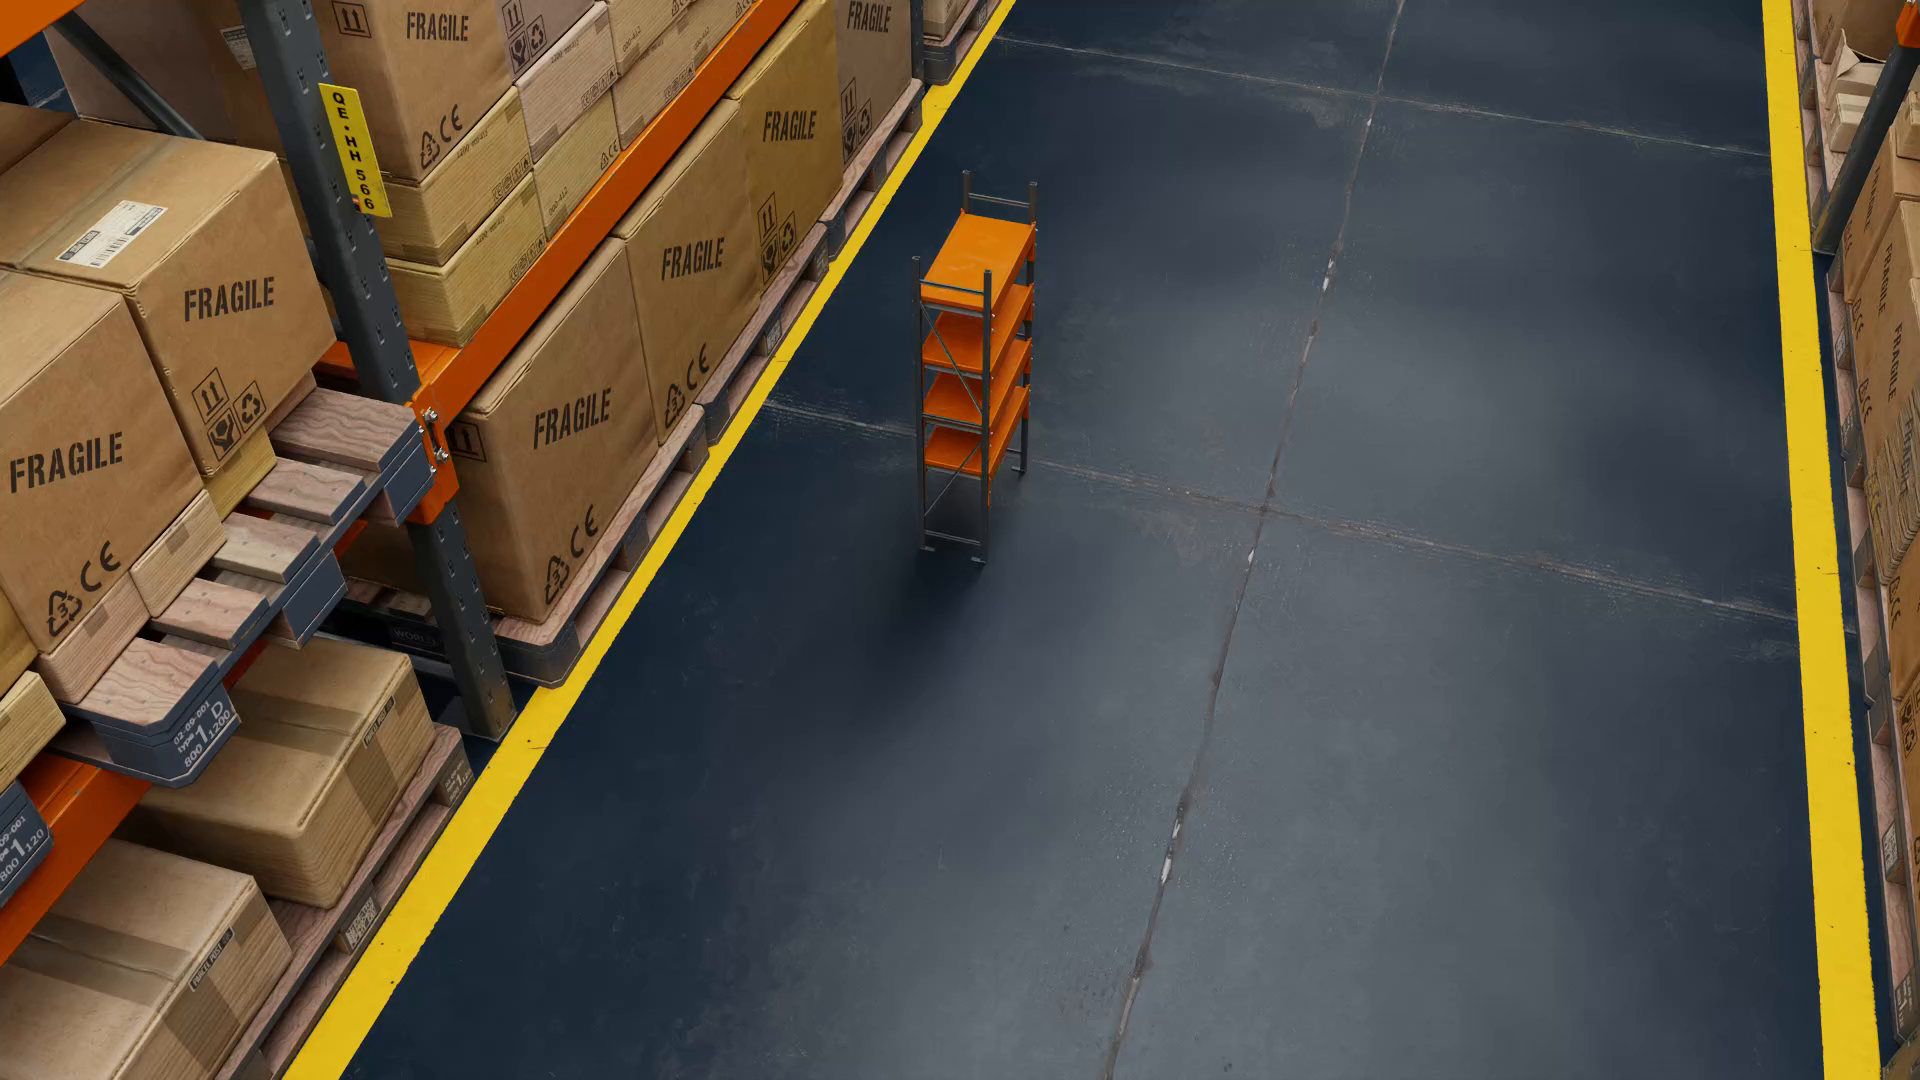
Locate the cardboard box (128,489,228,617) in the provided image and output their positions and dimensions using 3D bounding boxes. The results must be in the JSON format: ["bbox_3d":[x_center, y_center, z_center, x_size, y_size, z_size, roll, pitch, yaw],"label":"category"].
[{"bbox_3d":[-1.794,-0.011,3.496,0.380,0.149,0.250,12,46,12],"label":"cardboard box"}]

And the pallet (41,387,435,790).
[{"bbox_3d":[-1.988,-0.024,3.767,1.213,0.211,1.003,13,46,13],"label":"pallet"}]

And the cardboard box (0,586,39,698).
[{"bbox_3d":[-2.044,0.163,2.854,0.500,0.500,0.500,10,45,10],"label":"cardboard box"}]

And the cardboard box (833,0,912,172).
[{"bbox_3d":[-0.774,-2.217,7.090,0.875,0.875,0.875,14,46,14],"label":"cardboard box"}]

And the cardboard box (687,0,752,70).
[{"bbox_3d":[-1.036,-1.834,5.587,0.500,0.250,0.500,13,46,13],"label":"cardboard box"}]

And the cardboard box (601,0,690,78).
[{"bbox_3d":[-1.164,-1.675,5.067,0.500,0.250,0.500,12,46,12],"label":"cardboard box"}]

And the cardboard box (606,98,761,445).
[{"bbox_3d":[-1.311,-1.017,5.864,0.875,0.875,0.875,13,46,13],"label":"cardboard box"}]

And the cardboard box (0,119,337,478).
[{"bbox_3d":[-1.746,-0.521,3.553,0.500,0.500,0.500,11,46,11],"label":"cardboard box"}]

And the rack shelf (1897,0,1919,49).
[{"bbox_3d":[3.464,-0.618,4.751,1.077,0.370,4.000,13,46,13],"label":"rack shelf"}]

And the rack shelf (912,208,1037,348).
[{"bbox_3d":[0.050,-0.820,5.168,0.258,0.148,0.480,13,46,13],"label":"rack shelf"}]

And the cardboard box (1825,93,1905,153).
[{"bbox_3d":[3.959,-1.772,7.155,0.380,0.149,0.250,11,45,11],"label":"cardboard box"}]

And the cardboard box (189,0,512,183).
[{"bbox_3d":[-1.491,-1.260,4.107,0.500,0.500,0.500,11,45,11],"label":"cardboard box"}]

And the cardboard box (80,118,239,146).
[{"bbox_3d":[-1.969,-1.092,4.471,0.500,0.250,0.500,12,46,12],"label":"cardboard box"}]

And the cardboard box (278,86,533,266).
[{"bbox_3d":[-1.485,-1.001,4.378,0.500,0.250,0.500,12,46,12],"label":"cardboard box"}]

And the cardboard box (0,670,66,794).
[{"bbox_3d":[-1.948,0.342,3.135,0.380,0.149,0.250,13,46,13],"label":"cardboard box"}]

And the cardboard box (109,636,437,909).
[{"bbox_3d":[-2.054,0.573,4.598,0.950,0.372,0.625,10,45,10],"label":"cardboard box"}]

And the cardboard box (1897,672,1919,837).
[{"bbox_3d":[2.943,0.543,4.537,0.500,0.500,0.500,12,46,12],"label":"cardboard box"}]

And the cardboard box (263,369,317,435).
[{"bbox_3d":[-1.748,-0.382,3.875,0.380,0.149,0.250,14,46,14],"label":"cardboard box"}]

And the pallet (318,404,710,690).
[{"bbox_3d":[-1.563,-0.103,5.705,1.003,0.211,1.213,13,46,13],"label":"pallet"}]

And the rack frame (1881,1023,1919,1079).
[{"bbox_3d":[2.858,0.458,3.137,1.000,3.000,0.127,13,46,13],"label":"rack frame"}]

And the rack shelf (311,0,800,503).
[{"bbox_3d":[-1.268,-1.666,5.823,1.077,0.370,4.000,13,46,13],"label":"rack shelf"}]

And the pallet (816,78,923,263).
[{"bbox_3d":[-0.824,-1.730,7.367,1.003,0.211,1.213,13,46,13],"label":"pallet"}]

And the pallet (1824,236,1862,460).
[{"bbox_3d":[3.859,-0.661,6.275,1.003,0.211,1.213,13,46,13],"label":"pallet"}]

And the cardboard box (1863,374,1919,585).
[{"bbox_3d":[3.239,-0.156,5.252,0.500,0.500,0.500,11,45,11],"label":"cardboard box"}]

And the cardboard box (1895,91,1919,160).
[{"bbox_3d":[3.707,-1.513,6.175,0.380,0.149,0.250,15,46,14],"label":"cardboard box"}]

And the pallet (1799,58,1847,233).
[{"bbox_3d":[4.279,-1.669,7.304,1.003,0.211,1.213,13,46,13],"label":"pallet"}]

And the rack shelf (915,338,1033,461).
[{"bbox_3d":[0.050,-0.491,5.490,0.258,0.148,0.480,13,46,13],"label":"rack shelf"}]

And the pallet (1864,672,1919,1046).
[{"bbox_3d":[3.121,0.966,4.612,1.003,0.211,1.213,13,46,13],"label":"pallet"}]

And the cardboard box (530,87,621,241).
[{"bbox_3d":[-1.347,-1.156,4.894,0.500,0.250,0.500,11,46,11],"label":"cardboard box"}]

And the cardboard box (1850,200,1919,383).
[{"bbox_3d":[3.557,-0.833,5.943,0.500,0.500,0.500,12,46,12],"label":"cardboard box"}]

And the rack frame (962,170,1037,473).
[{"bbox_3d":[0.124,-0.702,5.609,0.240,1.200,0.015,13,46,13],"label":"rack frame"}]

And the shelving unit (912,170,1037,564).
[{"bbox_3d":[0.050,-0.539,5.443,0.258,1.200,0.503,13,46,13],"label":"shelving unit"}]

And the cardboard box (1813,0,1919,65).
[{"bbox_3d":[4.395,-2.490,7.636,0.700,0.500,0.500,11,45,11],"label":"cardboard box"}]

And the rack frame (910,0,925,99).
[{"bbox_3d":[-0.662,-3.257,6.933,1.000,3.000,0.127,13,46,13],"label":"rack frame"}]
